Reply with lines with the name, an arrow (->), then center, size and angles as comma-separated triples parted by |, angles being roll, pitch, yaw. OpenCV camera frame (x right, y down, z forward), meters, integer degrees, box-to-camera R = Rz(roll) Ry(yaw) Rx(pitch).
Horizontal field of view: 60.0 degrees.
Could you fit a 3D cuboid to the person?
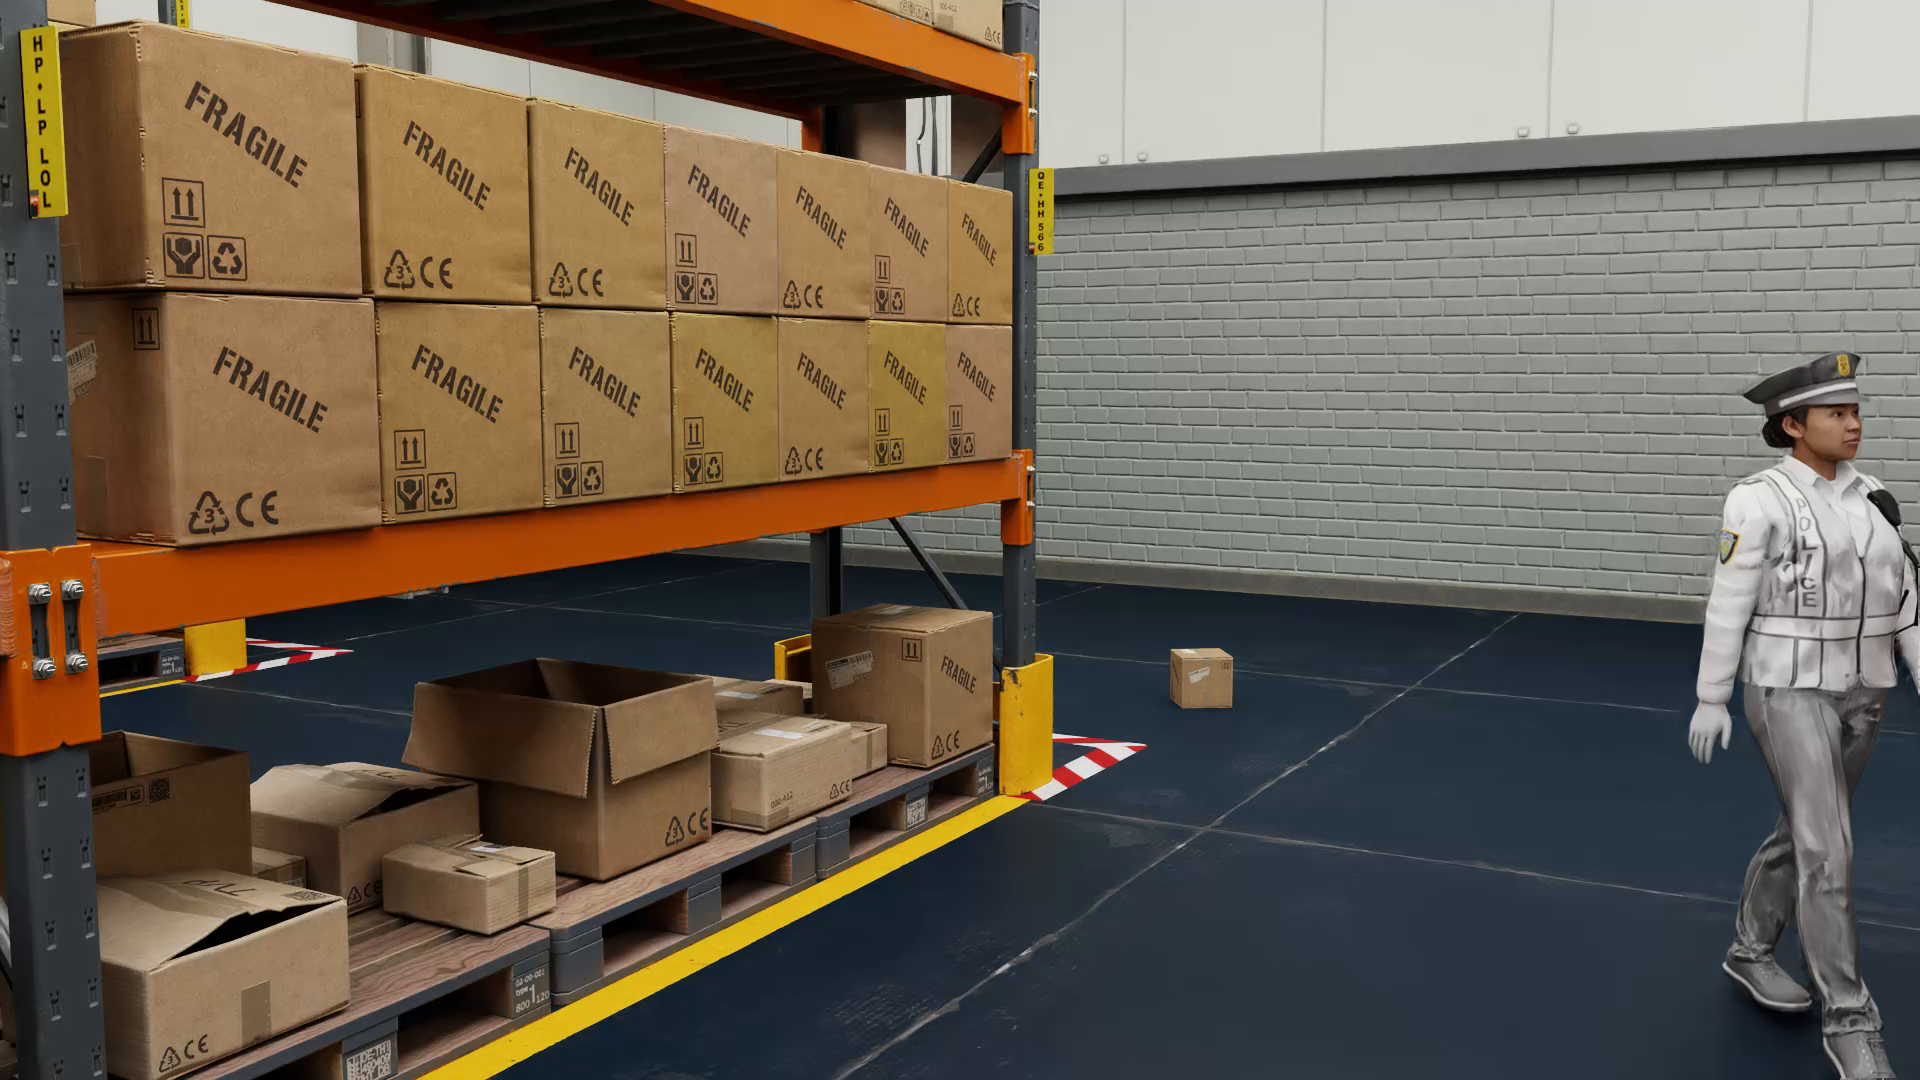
person -> 2.118, 0.402, 3.973 | 0.518, 1.702, 0.770 | -2, 6, -16
